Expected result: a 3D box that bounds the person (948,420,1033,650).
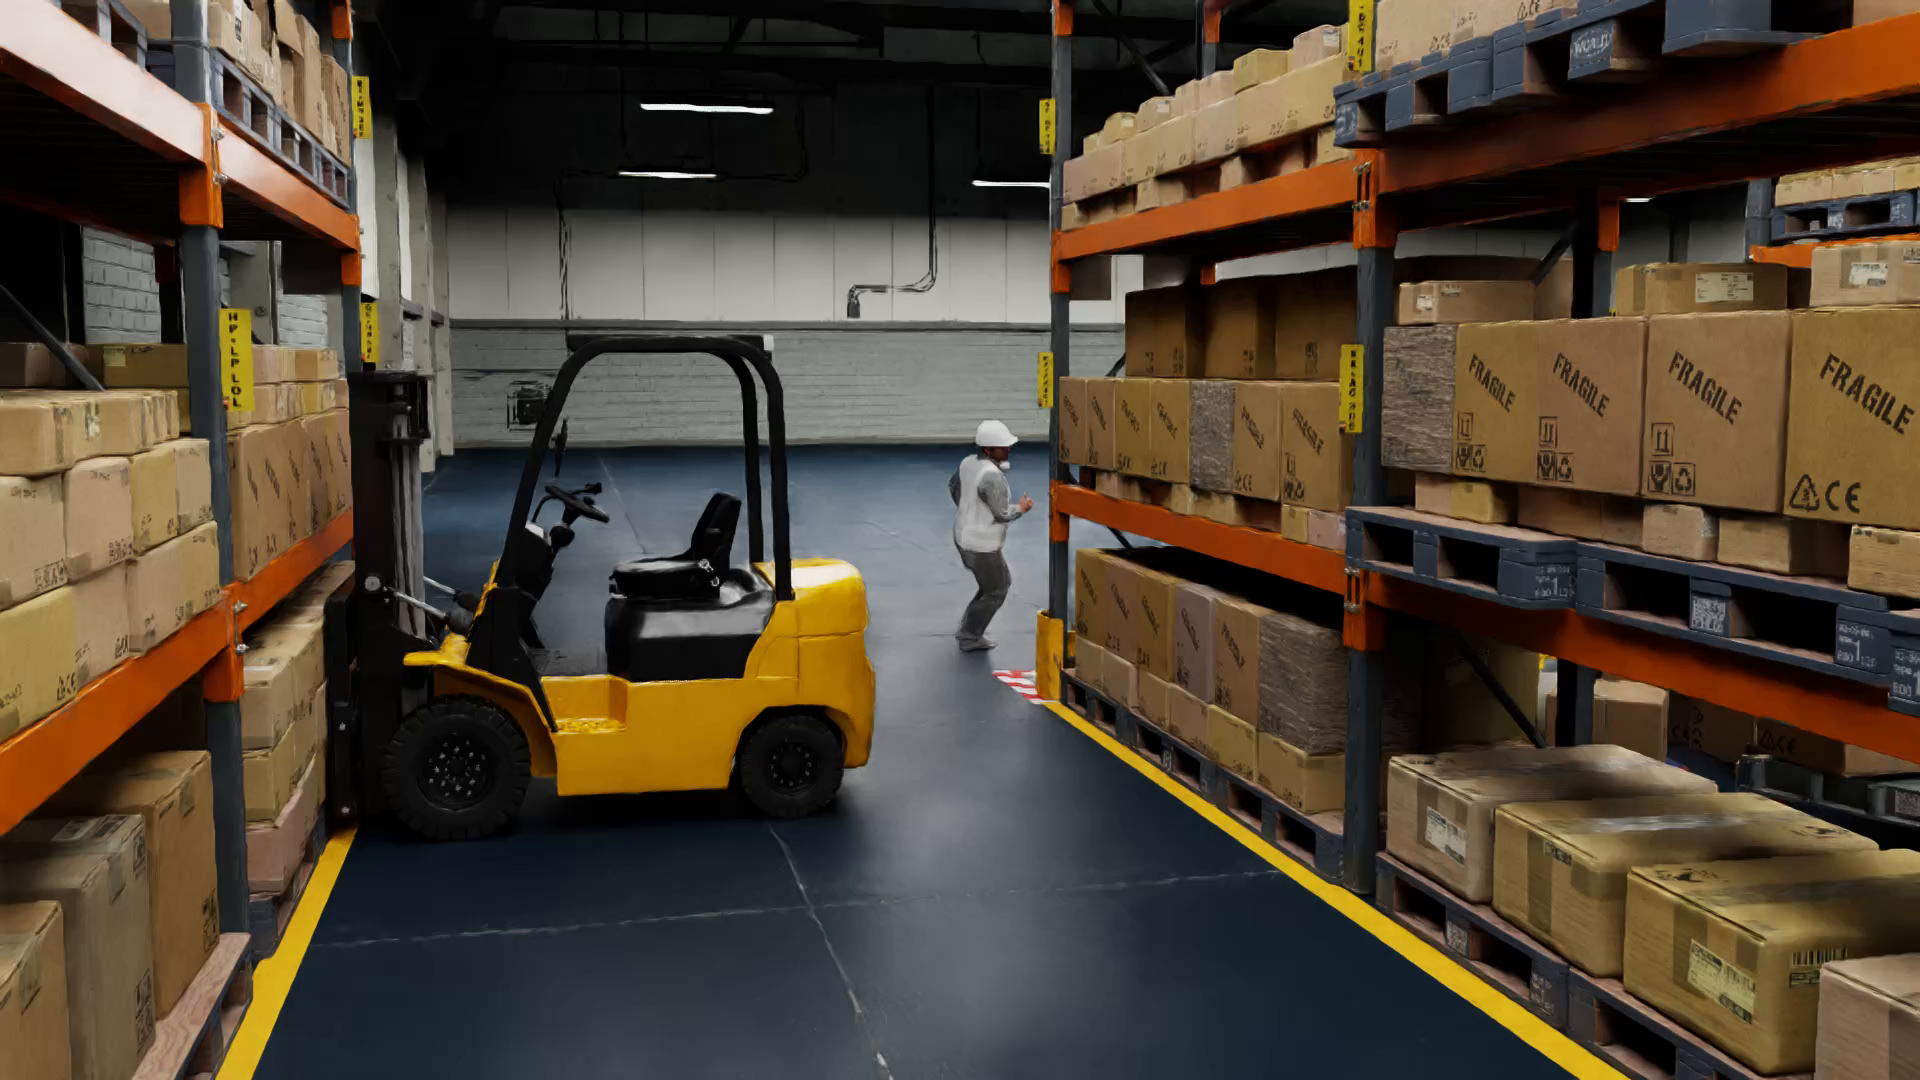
[{"bbox_3d":[0.216,-0.026,11.646,0.569,1.653,0.895,-2,6,-16],"label":"person"}]
